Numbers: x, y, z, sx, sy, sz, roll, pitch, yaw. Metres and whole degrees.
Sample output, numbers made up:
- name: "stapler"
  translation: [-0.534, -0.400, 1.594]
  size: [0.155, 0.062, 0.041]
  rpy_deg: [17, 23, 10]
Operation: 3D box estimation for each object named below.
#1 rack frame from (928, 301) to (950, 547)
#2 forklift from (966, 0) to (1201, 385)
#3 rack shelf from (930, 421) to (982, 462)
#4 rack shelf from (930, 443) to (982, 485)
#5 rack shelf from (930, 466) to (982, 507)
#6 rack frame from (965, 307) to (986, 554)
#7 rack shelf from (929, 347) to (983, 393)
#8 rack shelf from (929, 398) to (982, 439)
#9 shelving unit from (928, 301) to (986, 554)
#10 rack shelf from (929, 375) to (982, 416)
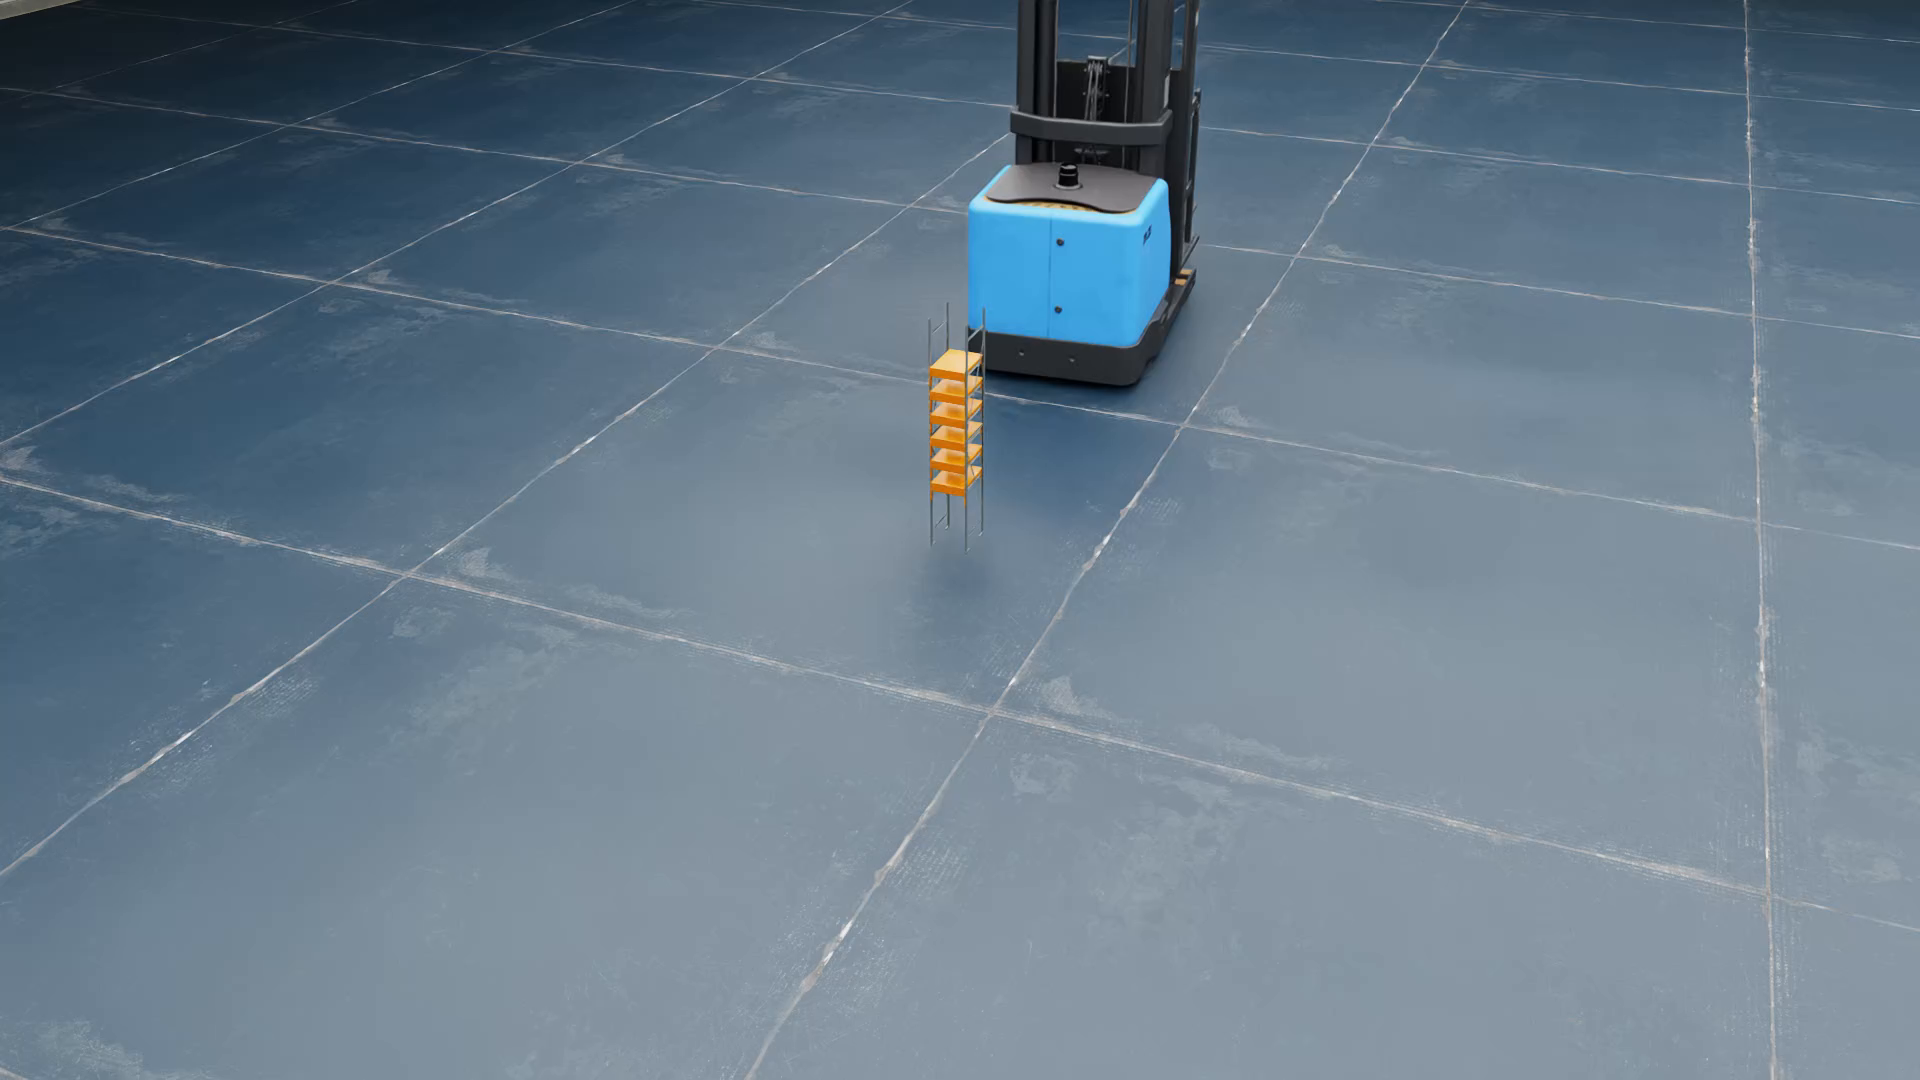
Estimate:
- name: "rack frame"
  translation: [-0.098, -0.542, 7.989]
  size: [0.006, 1.200, 0.240]
  rpy_deg: [11, 31, 19]
- name: "forklift"
  translation: [0.956, -2.889, 10.382]
  size: [1.130, 2.935, 3.031]
  rpy_deg: [9, 31, 15]
- name: "rack shelf"
  translation: [-0.013, -0.486, 7.981]
  size: [0.180, 0.103, 0.258]
  rpy_deg: [11, 31, 19]
- name: "rack shelf"
  translation: [-0.013, -0.382, 8.040]
  size: [0.180, 0.103, 0.258]
  rpy_deg: [11, 31, 19]
- name: "rack shelf"
  translation: [-0.013, -0.277, 8.099]
  size: [0.180, 0.103, 0.258]
  rpy_deg: [11, 31, 19]
- name: "rack frame"
  translation: [0.071, -0.508, 7.930]
  size: [0.006, 1.200, 0.240]
  rpy_deg: [11, 31, 19]
- name: "rack shelf"
  translation: [-0.013, -0.800, 7.804]
  size: [0.180, 0.103, 0.258]
  rpy_deg: [11, 31, 19]
- name: "rack shelf"
  translation: [-0.013, -0.591, 7.922]
  size: [0.180, 0.103, 0.258]
  rpy_deg: [11, 31, 19]
- name: "shelving unit"
  translation: [-0.013, -0.525, 7.959]
  size: [0.189, 1.200, 0.258]
  rpy_deg: [11, 31, 19]
- name: "rack shelf"
  translation: [-0.013, -0.695, 7.863]
  size: [0.180, 0.103, 0.258]
  rpy_deg: [11, 31, 19]
